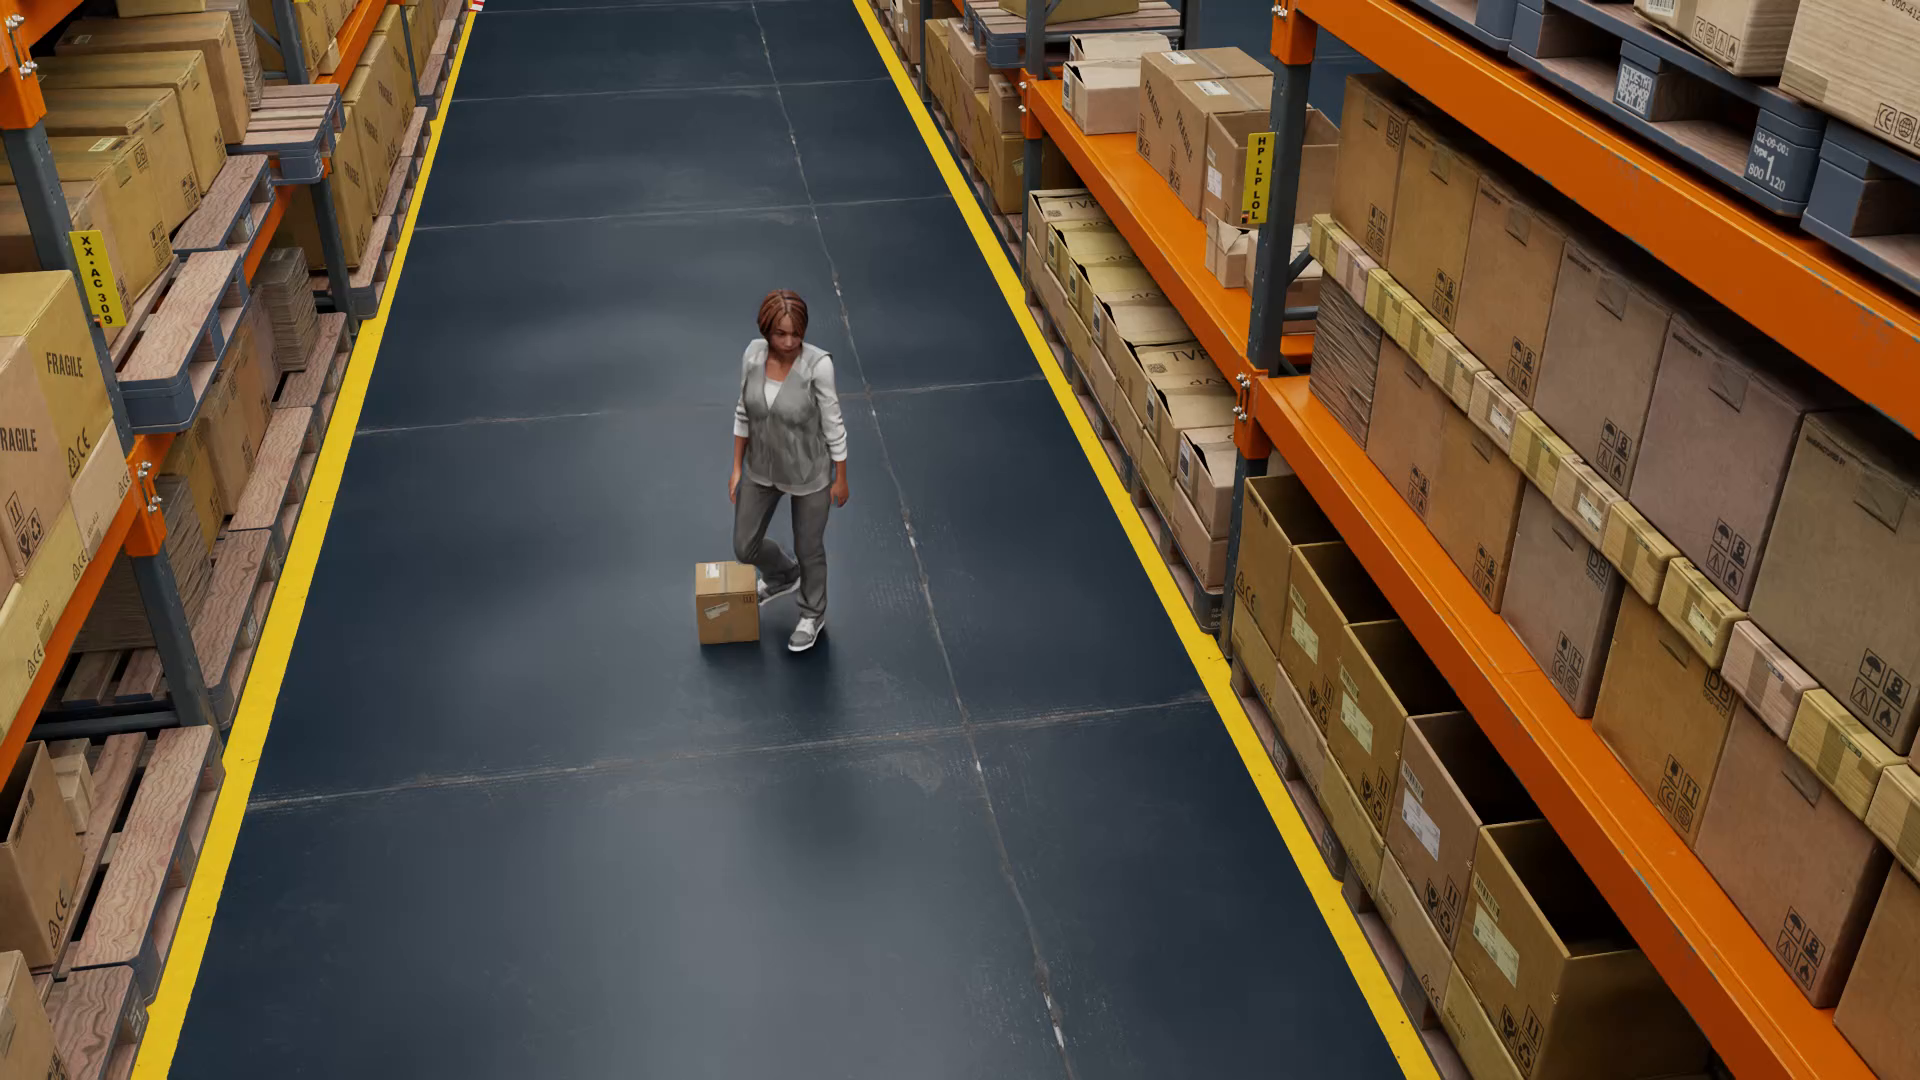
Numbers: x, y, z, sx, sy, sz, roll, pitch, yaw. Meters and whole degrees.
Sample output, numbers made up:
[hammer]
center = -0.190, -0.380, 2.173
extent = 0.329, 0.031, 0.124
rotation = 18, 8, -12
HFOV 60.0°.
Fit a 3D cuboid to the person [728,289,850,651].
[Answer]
[person]
center = -0.694, -0.277, 6.571
extent = 0.567, 1.588, 0.415
rotation = 11, 33, 18
